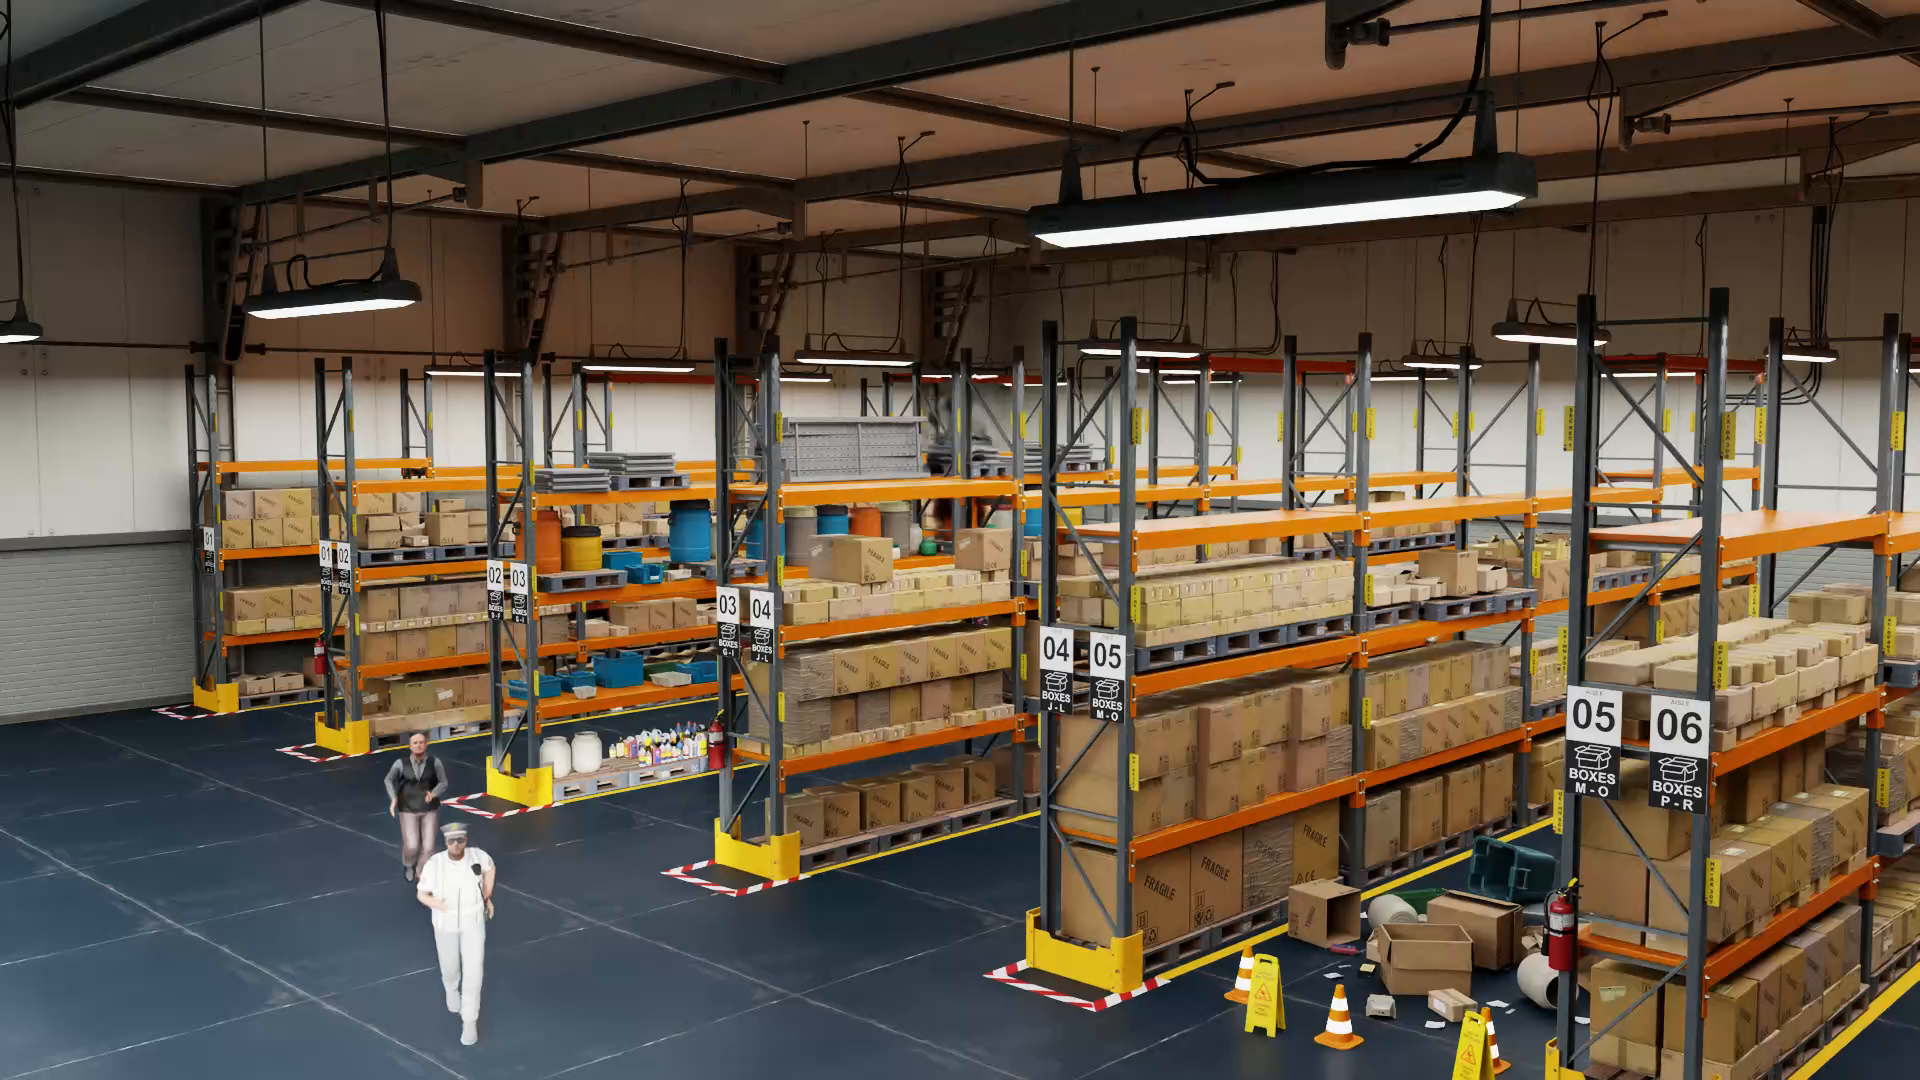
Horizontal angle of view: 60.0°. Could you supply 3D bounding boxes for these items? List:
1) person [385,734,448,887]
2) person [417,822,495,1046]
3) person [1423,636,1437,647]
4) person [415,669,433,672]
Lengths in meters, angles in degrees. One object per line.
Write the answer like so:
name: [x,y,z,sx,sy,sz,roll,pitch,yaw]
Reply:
person: [-5.849,2.943,17.963,0.644,1.678,0.591,-2,5,-24]
person: [-4.206,3.205,13.927,0.626,1.784,0.972,-1,5,-16]
person: [7.500,2.327,26.478,0.614,1.648,0.652,4,6,43]
person: [-9.143,2.168,28.501,0.639,1.662,0.546,4,6,42]
